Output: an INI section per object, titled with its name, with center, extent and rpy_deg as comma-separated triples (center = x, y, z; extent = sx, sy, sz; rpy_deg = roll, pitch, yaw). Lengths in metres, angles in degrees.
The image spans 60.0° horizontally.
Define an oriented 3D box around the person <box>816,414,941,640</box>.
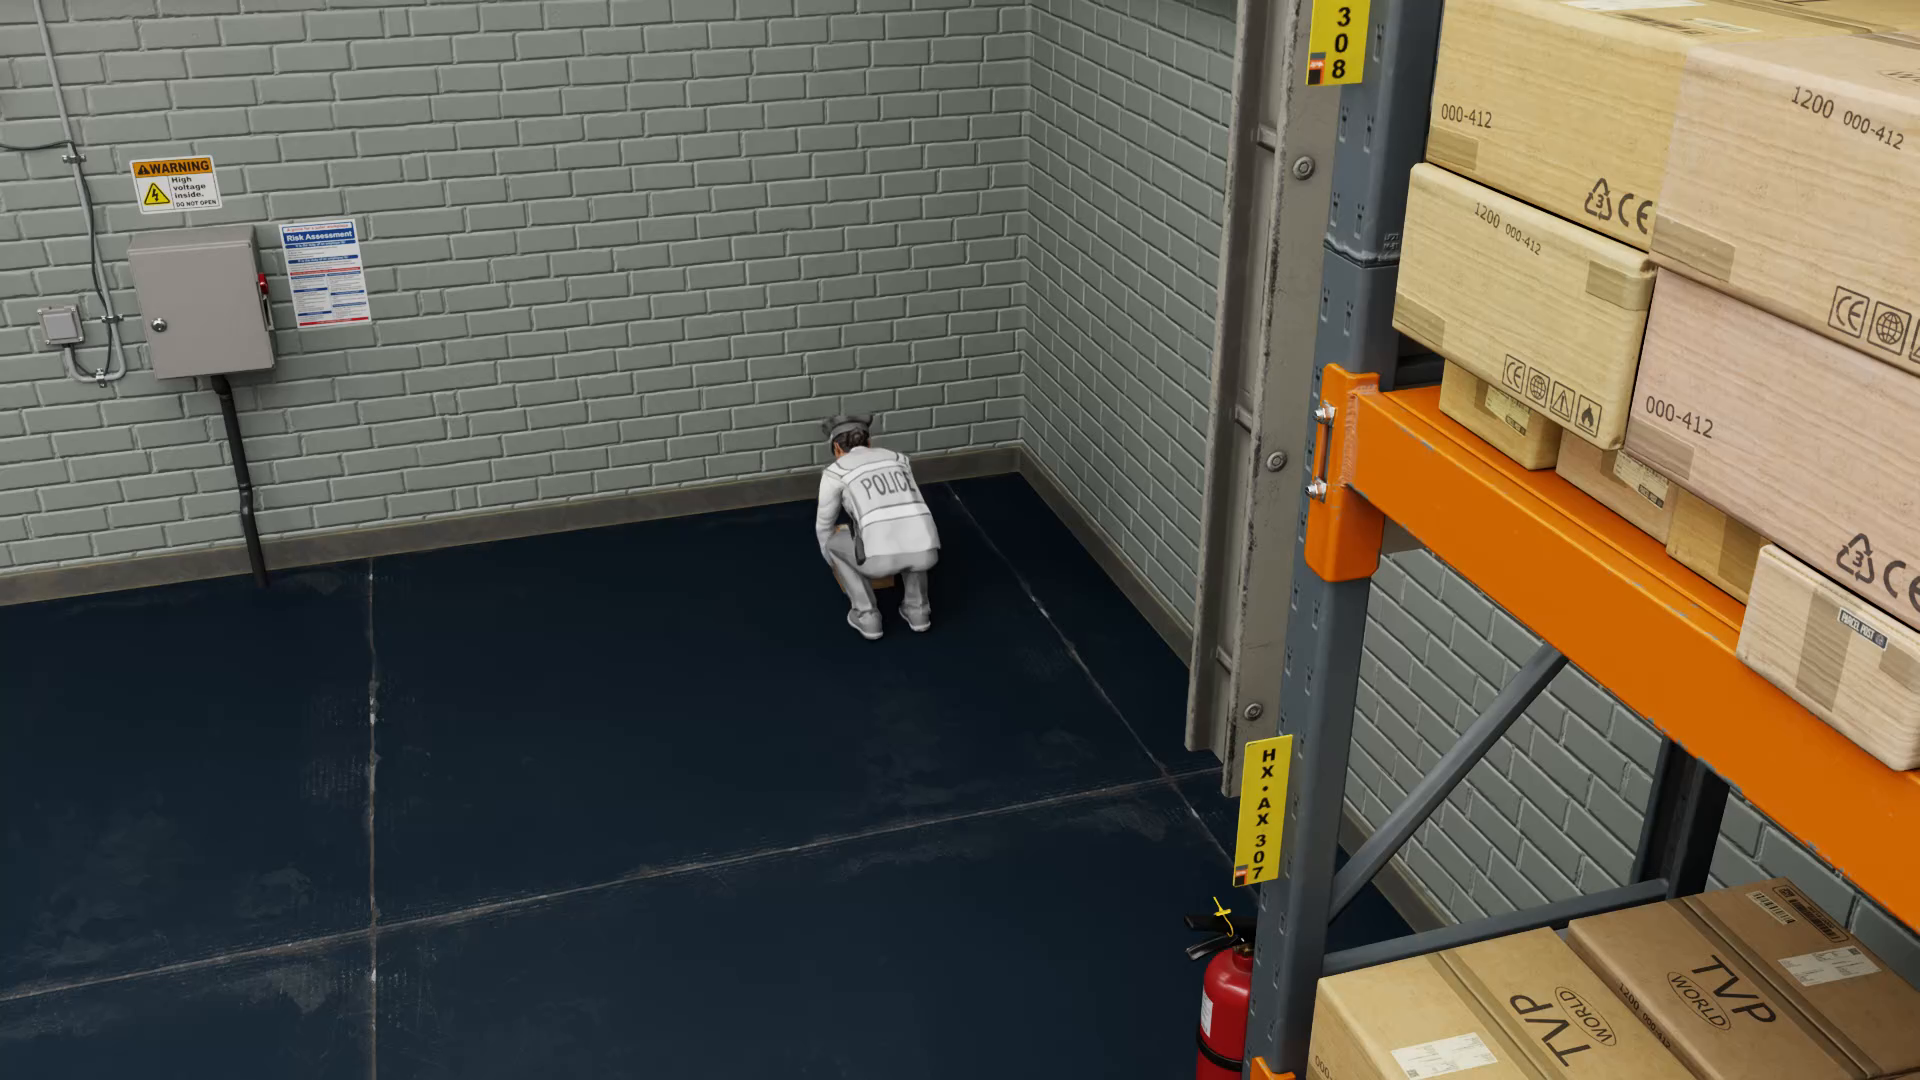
[person]
center = -0.387, -0.071, 7.608
extent = 0.489, 0.913, 0.854
rpy_deg = -8, 28, -16
